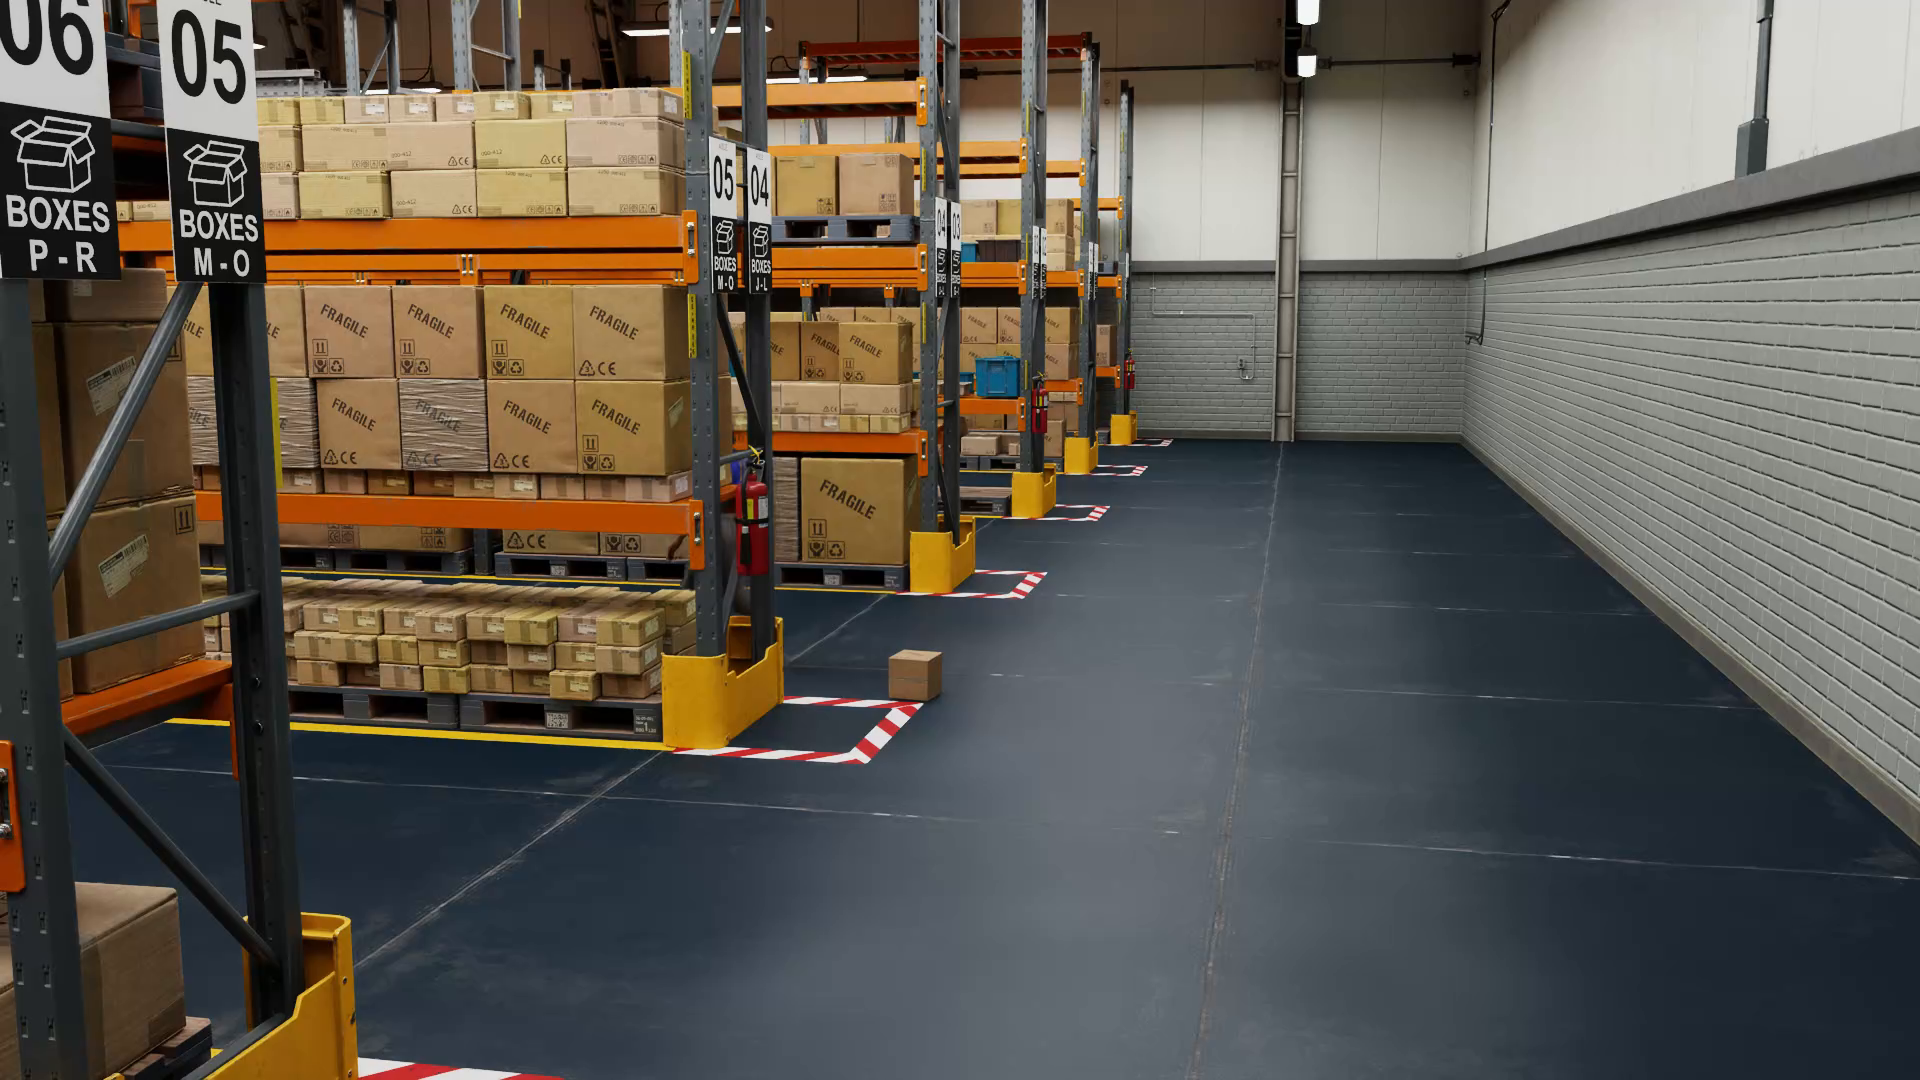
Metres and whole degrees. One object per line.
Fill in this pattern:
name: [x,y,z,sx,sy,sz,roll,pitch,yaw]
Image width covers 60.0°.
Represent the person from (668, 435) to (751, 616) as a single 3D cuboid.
person: [-1.668,-0.024,10.962,1.035,1.587,0.480,1,8,9]
